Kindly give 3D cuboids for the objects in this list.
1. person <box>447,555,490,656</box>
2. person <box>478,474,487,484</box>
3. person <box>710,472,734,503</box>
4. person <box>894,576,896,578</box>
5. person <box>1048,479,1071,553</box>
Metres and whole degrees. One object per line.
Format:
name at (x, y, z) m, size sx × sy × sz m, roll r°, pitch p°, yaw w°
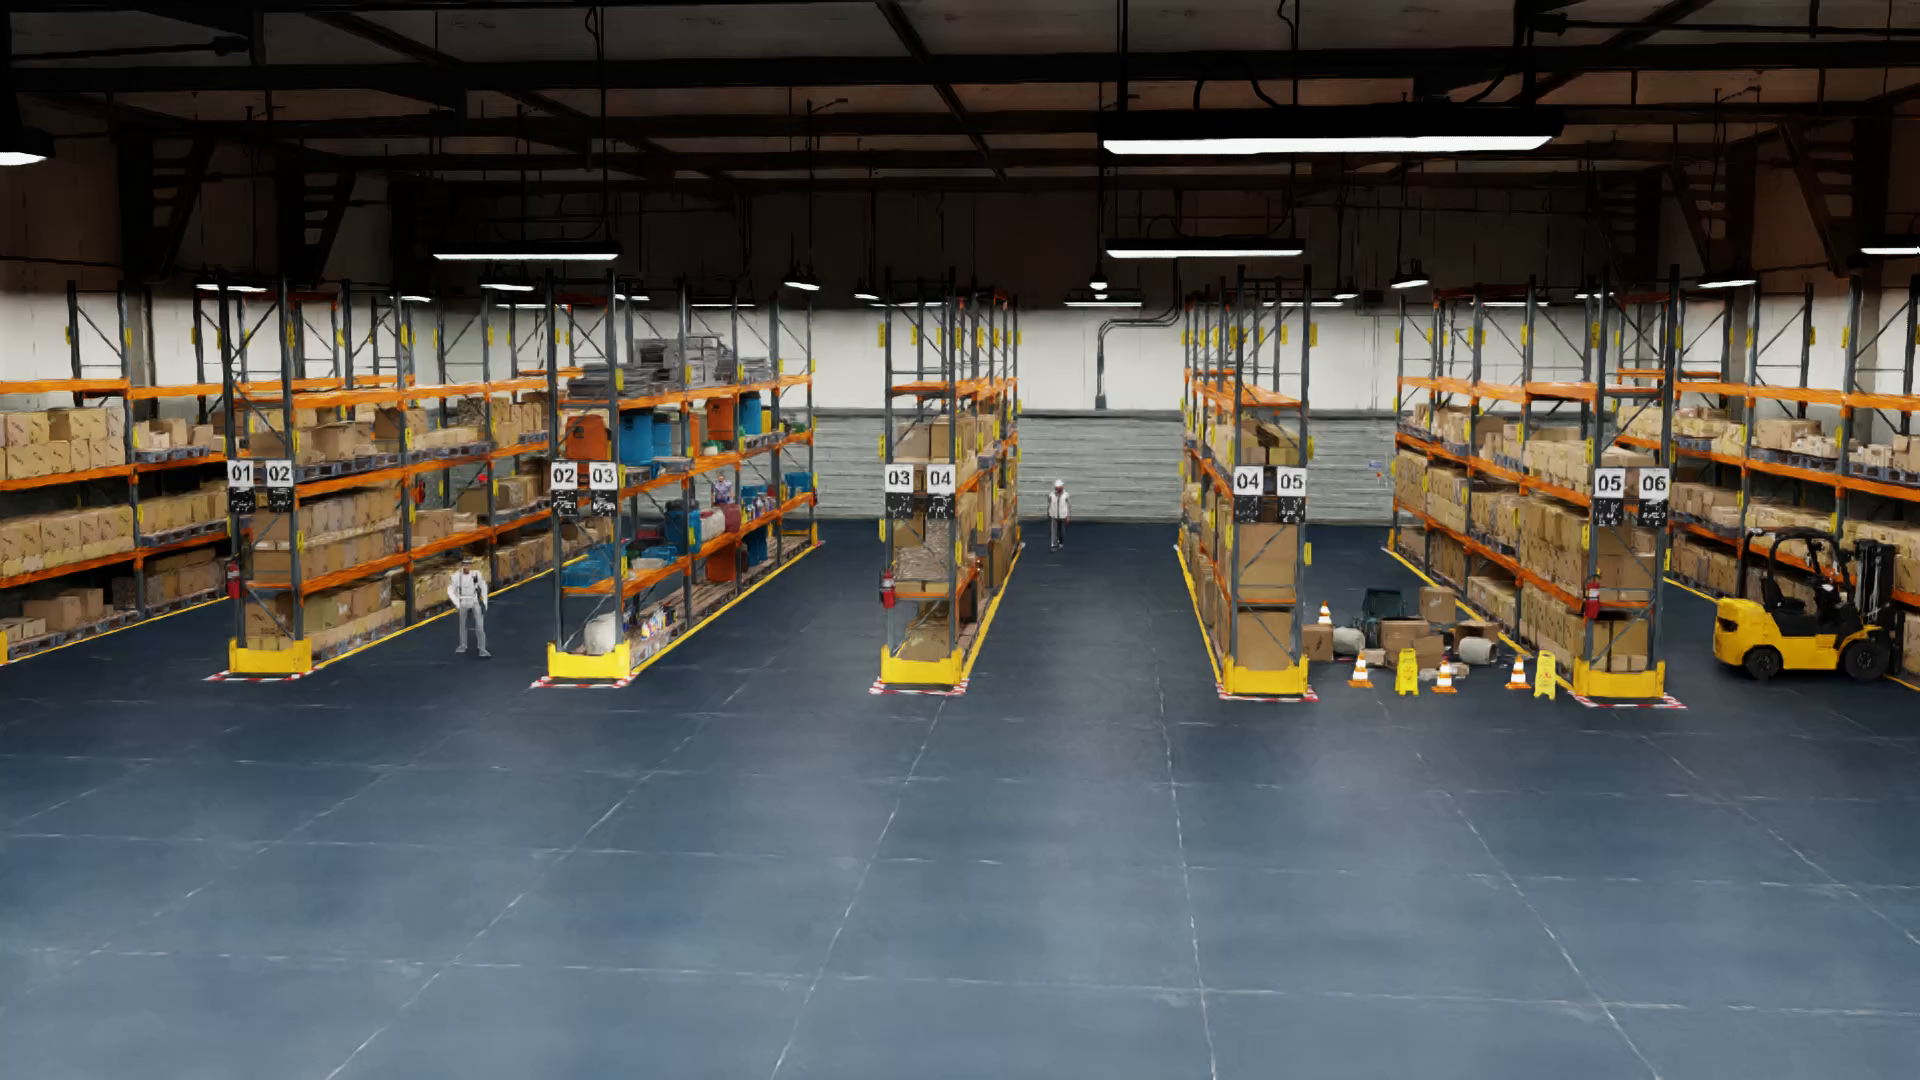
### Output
person at (-7.753, 1.010, 26.270) m, size 0.638 × 1.607 × 0.813 m, roll -1°, pitch 7°, yaw -12°
person at (-11.167, -0.654, 39.092) m, size 0.400 × 1.794 × 0.649 m, roll -2°, pitch 7°, yaw -18°
person at (-6.104, -0.953, 42.664) m, size 0.625 × 1.581 × 0.517 m, roll 0°, pitch 7°, yaw 3°
person at (-1.324, -0.110, 34.704) m, size 0.636 × 1.775 × 0.677 m, roll 5°, pitch 9°, yaw 36°
person at (2.327, -0.581, 38.961) m, size 0.543 × 1.700 × 1.105 m, roll 0°, pitch 7°, yaw 3°
